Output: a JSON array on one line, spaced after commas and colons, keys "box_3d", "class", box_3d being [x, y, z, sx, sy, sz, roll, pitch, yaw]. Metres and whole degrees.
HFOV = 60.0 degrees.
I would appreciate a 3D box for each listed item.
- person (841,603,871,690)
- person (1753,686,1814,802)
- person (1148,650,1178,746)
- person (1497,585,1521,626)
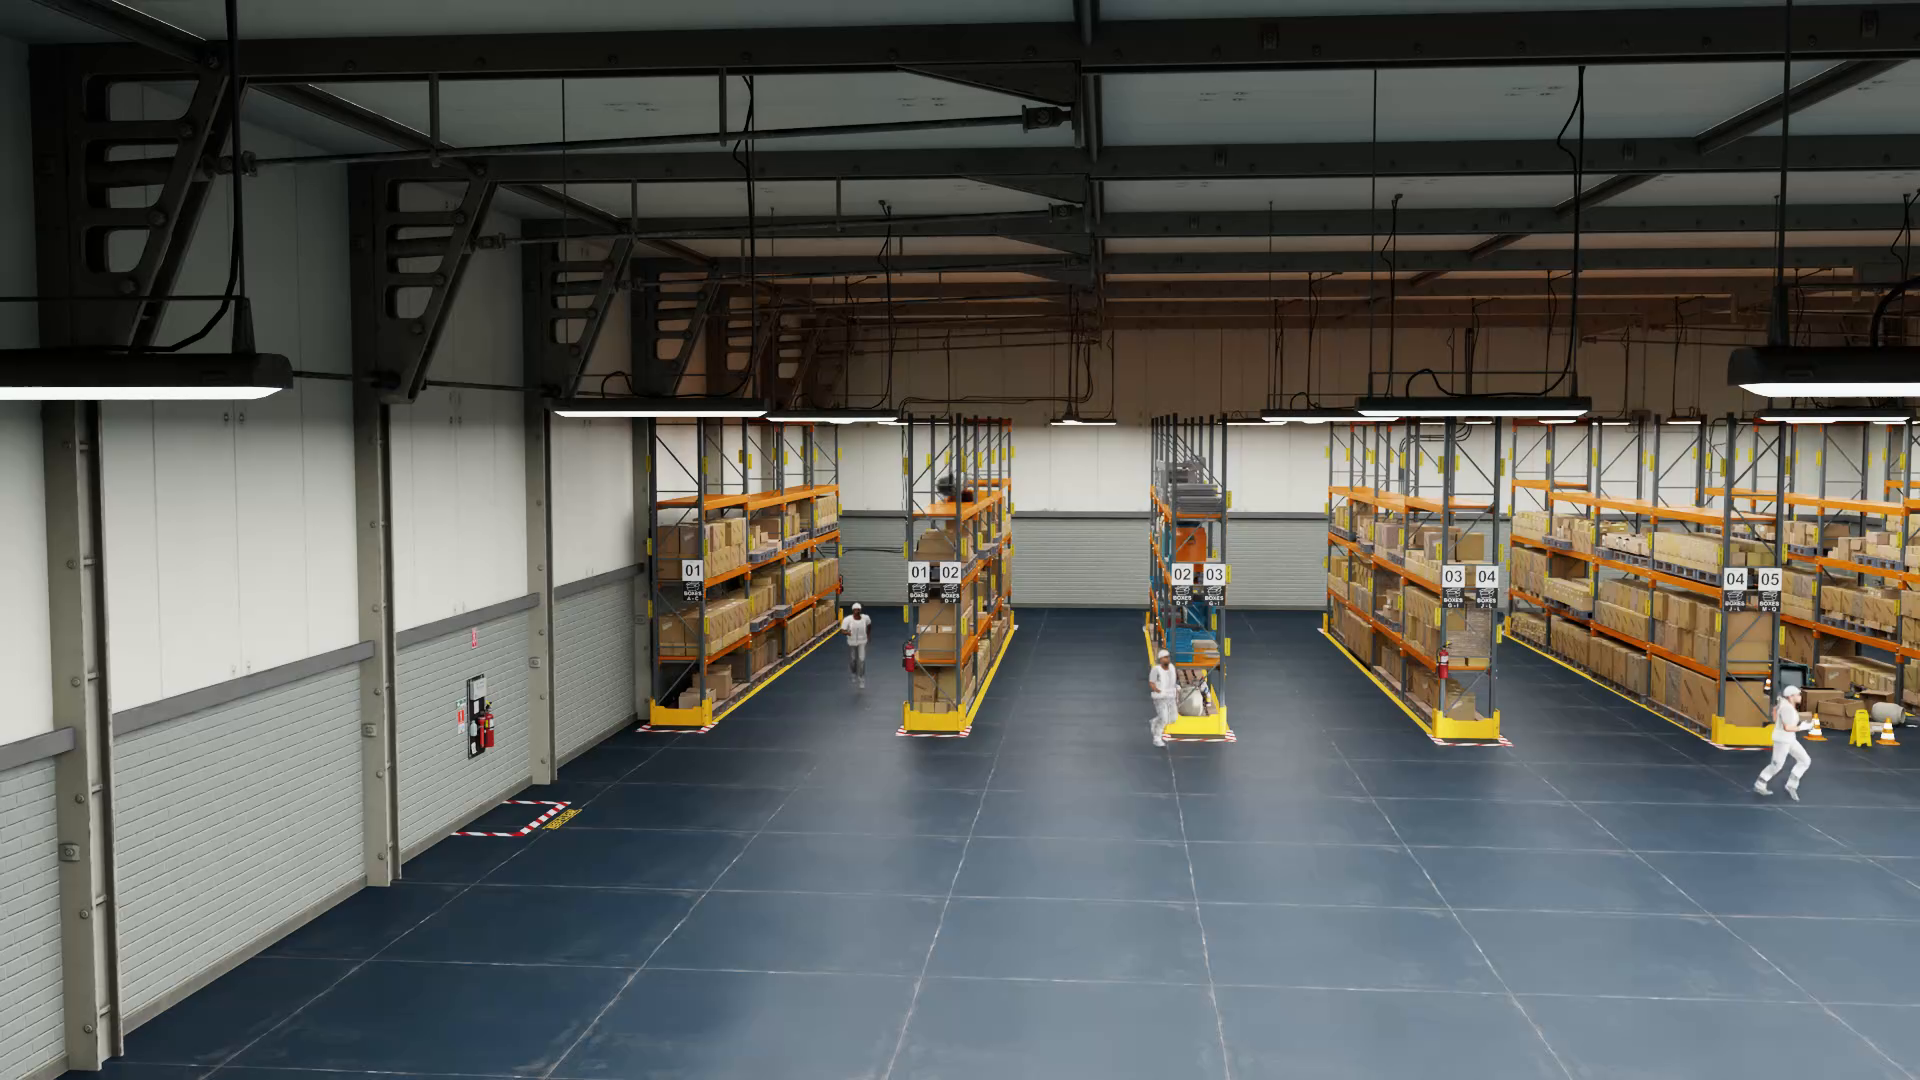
[{"box_3d": [-2.202, 2.220, 35.311, 0.640, 1.803, 0.865, 0, 4, -3], "class": "person"}, {"box_3d": [12.658, 3.113, 25.533, 0.839, 1.786, 0.693, 3, 5, 37], "class": "person"}, {"box_3d": [3.679, 2.841, 30.009, 0.714, 1.737, 0.669, -3, 5, -37], "class": "person"}, {"box_3d": [15.772, 1.661, 47.457, 0.921, 1.714, 0.684, 2, 4, 30], "class": "person"}]
